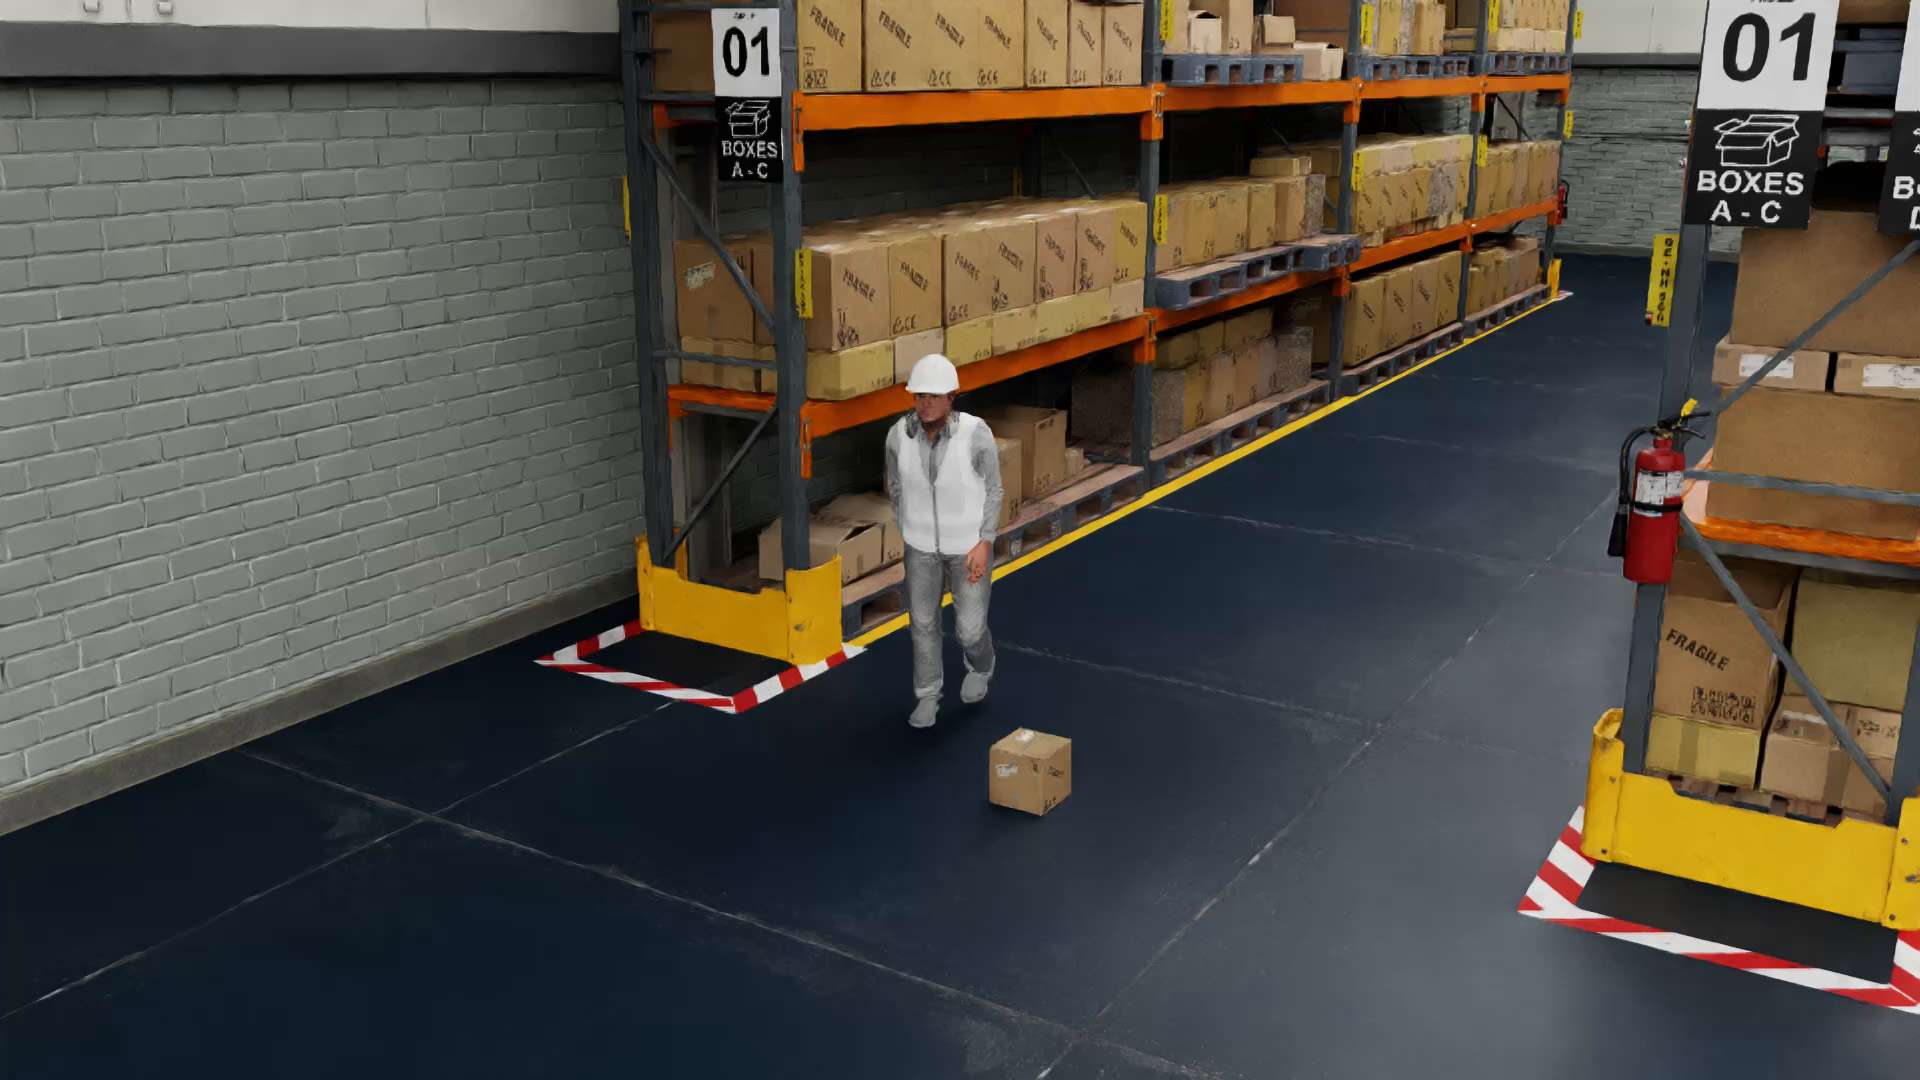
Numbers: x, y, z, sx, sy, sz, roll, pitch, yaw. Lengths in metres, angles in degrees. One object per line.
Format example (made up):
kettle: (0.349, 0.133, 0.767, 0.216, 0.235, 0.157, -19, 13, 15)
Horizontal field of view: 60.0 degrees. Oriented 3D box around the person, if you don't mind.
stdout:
person: (-0.065, 0.003, 7.499, 0.546, 1.751, 0.670, 4, 16, 13)
